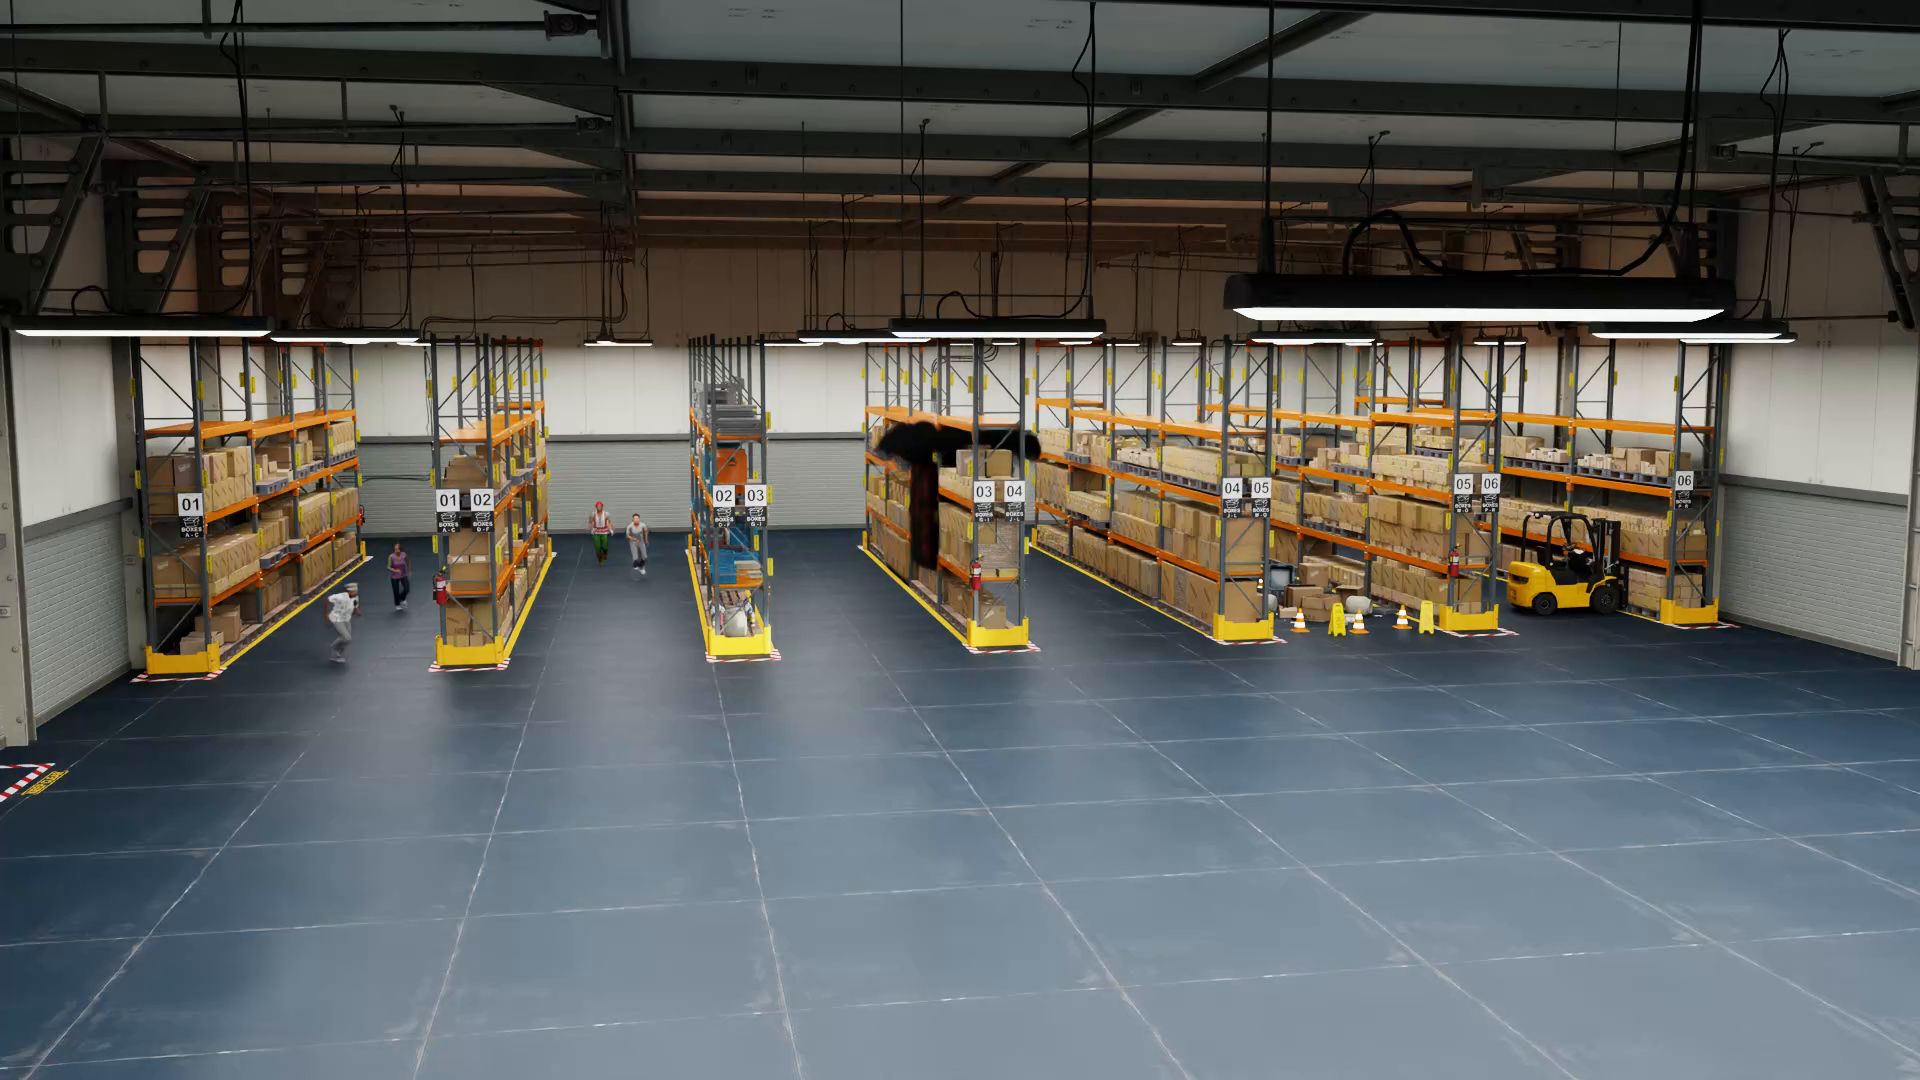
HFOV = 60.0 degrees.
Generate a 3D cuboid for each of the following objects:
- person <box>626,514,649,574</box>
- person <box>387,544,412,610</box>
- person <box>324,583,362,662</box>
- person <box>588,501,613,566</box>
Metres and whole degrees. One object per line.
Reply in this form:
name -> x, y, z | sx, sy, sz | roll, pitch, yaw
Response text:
person -> -7.928, 0.103, 40.911 | 0.562, 1.530, 0.736 | -2, 7, -20
person -> -12.272, 0.820, 36.419 | 0.544, 1.479, 0.784 | -4, 7, -28
person -> -11.277, 1.517, 30.354 | 0.812, 1.490, 0.608 | 4, 8, 31
person -> -9.503, -0.170, 43.989 | 0.658, 1.729, 0.588 | -1, 7, -9
